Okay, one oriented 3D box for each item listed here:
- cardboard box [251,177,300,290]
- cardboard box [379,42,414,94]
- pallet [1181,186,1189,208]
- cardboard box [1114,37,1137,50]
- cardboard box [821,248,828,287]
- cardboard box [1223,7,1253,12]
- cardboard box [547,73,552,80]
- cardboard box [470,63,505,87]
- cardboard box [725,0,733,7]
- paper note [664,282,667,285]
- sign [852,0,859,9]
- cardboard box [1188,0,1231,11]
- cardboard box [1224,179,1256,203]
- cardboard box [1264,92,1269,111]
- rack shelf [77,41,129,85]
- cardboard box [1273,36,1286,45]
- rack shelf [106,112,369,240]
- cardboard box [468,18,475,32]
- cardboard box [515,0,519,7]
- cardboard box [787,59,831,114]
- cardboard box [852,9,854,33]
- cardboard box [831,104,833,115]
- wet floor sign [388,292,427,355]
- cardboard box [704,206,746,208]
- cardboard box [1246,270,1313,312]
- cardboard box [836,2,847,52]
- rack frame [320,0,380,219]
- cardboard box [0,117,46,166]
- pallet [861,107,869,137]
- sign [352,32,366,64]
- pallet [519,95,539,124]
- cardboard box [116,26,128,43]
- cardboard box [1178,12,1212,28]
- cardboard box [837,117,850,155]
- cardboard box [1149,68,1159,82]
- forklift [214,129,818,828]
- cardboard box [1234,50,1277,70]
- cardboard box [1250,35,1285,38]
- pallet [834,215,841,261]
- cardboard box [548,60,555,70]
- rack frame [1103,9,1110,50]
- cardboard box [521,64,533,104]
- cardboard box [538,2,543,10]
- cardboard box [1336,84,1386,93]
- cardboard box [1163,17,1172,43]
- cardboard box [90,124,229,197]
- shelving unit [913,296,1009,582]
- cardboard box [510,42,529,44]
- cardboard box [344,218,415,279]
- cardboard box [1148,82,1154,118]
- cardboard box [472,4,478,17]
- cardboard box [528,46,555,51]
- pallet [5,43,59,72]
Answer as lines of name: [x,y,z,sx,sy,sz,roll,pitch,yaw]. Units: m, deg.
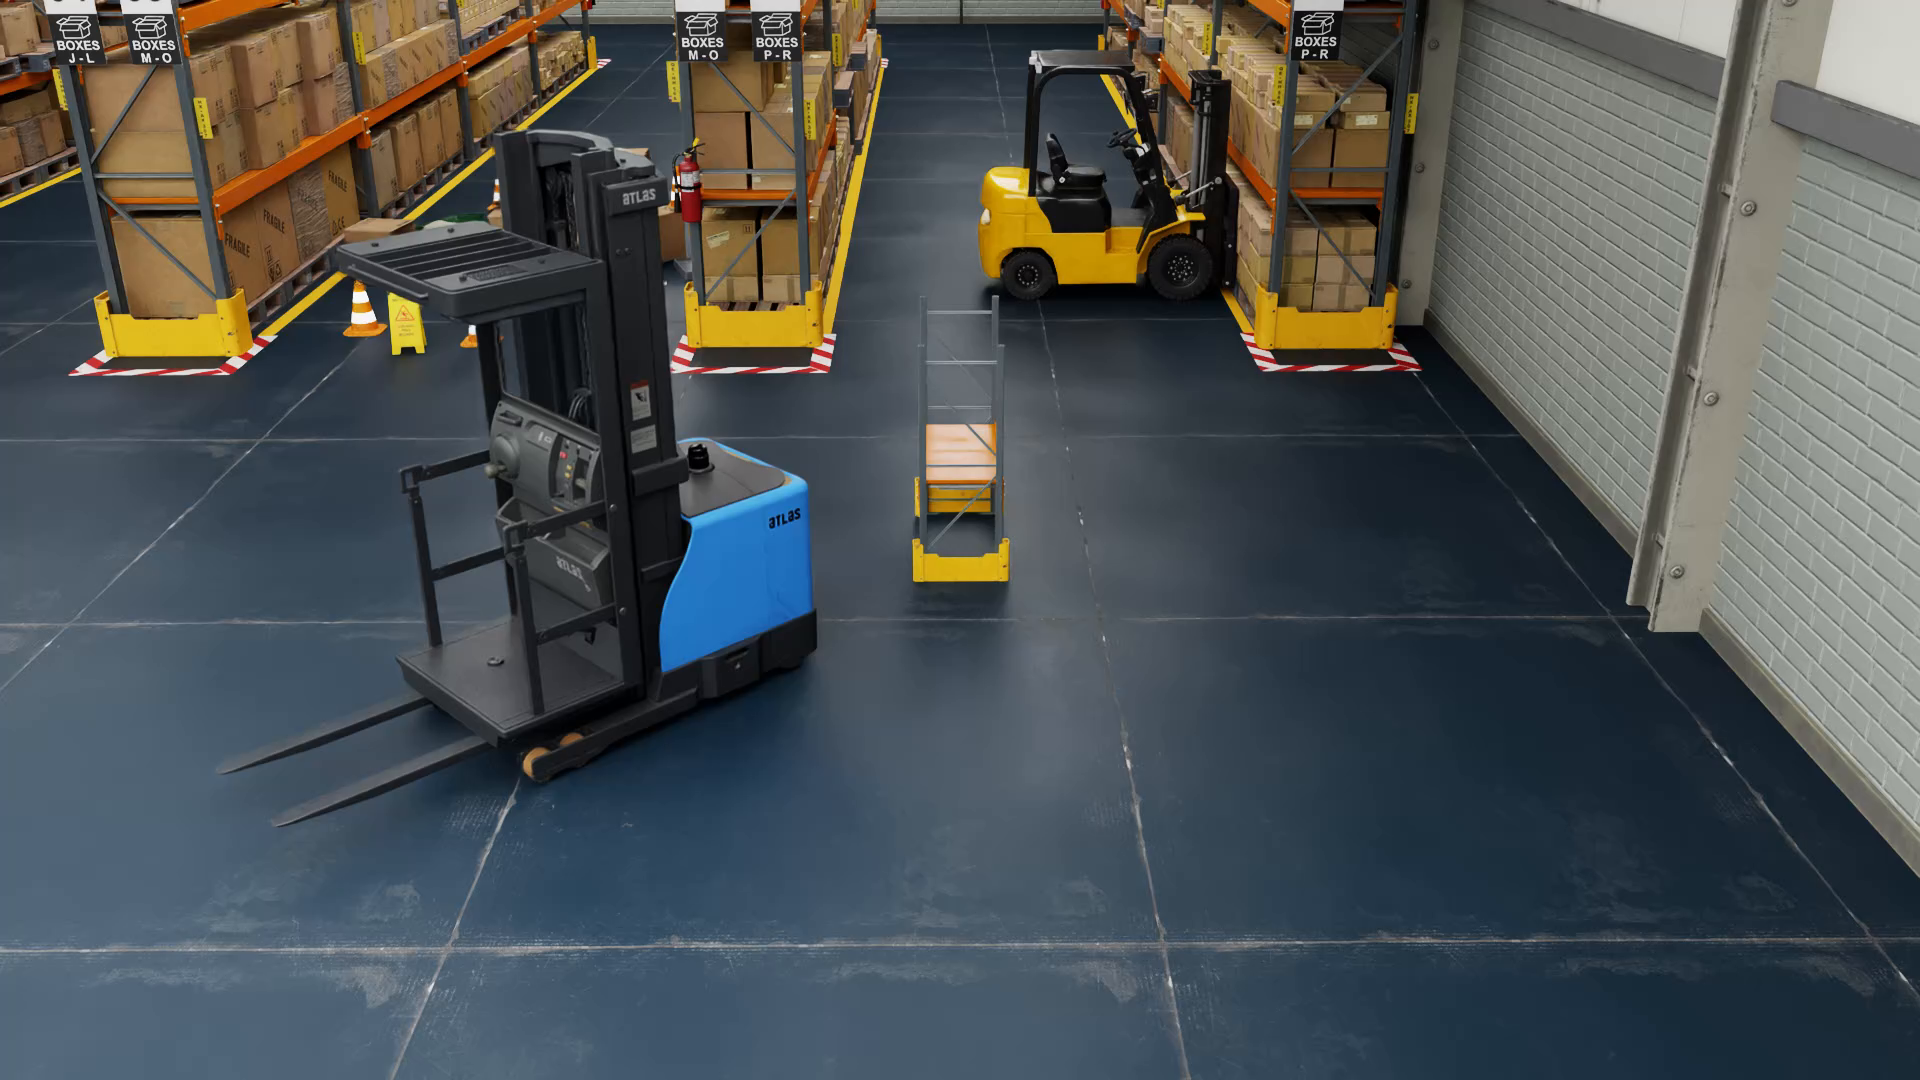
cardboard box: [-6.822,-2.879,15.545,0.875,0.875,0.875,-1,24,-1]
cardboard box: [-6.526,-5.340,18.796,0.500,0.500,0.500,0,24,-1]
pallet: [3.085,-3.783,18.858,1.003,0.211,1.213,0,24,-1]
cardboard box: [2.789,-7.924,27.154,0.500,0.500,0.500,0,24,0]
cardboard box: [-1.518,-2.561,15.599,0.500,0.250,0.500,1,24,1]
cardboard box: [3.409,-6.499,20.571,0.380,0.149,0.250,0,24,1]
cardboard box: [-6.608,-7.215,26.012,0.380,0.149,0.250,0,24,-1]
cardboard box: [-6.588,-6.403,22.881,0.500,0.250,0.500,0,24,0]
cardboard box: [-2.072,-4.476,13.672,0.380,0.149,0.250,0,24,0]
paper note: [-2.944,-2.507,16.257,0.142,0.019,0.148,-9,26,-19]
sign: [-1.333,-6.872,20.996,0.100,0.325,0.005,0,24,-1]
cardboard box: [3.239,-6.848,21.621,0.500,0.500,0.500,1,24,2]
cardboard box: [2.834,-3.311,16.046,0.500,0.250,0.500,-1,24,-2]
cardboard box: [2.926,-3.899,14.823,0.380,0.149,0.250,0,24,-1]
rack shelf: [-11.807,-6.826,23.076,1.077,0.370,4.000,0,24,-1]
cardboard box: [3.437,-5.097,17.109,0.380,0.149,0.250,0,24,0]
rack shelf: [-6.758,-3.511,15.745,1.077,0.370,4.000,0,24,-1]
cardboard box: [-6.633,-6.795,21.928,0.380,0.149,0.250,1,24,2]
cardboard box: [-6.665,-7.873,24.313,0.380,0.149,0.250,-1,24,-2]
cardboard box: [-1.566,-4.513,16.607,0.500,0.500,0.500,1,24,1]
cardboard box: [-1.634,-6.744,21.596,0.500,0.250,0.500,0,24,-1]
cardboard box: [-1.523,-4.481,17.322,0.380,0.149,0.250,-1,24,-1]
wet floor sign: [-4.756,-1.938,14.253,0.267,0.644,0.232,-4,25,-10]
cardboard box: [-2.129,-3.134,15.169,0.380,0.149,0.250,0,24,1]
cardboard box: [2.854,-2.233,14.874,0.500,0.250,0.500,0,24,0]
cardboard box: [-1.564,-5.915,19.197,0.500,0.500,0.500,-1,24,-3]
rack frame: [-6.780,-4.662,17.419,1.000,3.000,0.127,0,24,-1]
cardboard box: [-11.739,-4.887,20.415,0.700,0.500,0.500,-2,24,-5]
pallet: [-1.819,-5.931,23.607,1.003,0.211,1.213,0,24,-1]
sign: [-6.225,-5.096,17.231,0.100,0.325,0.005,0,24,-1]
pallet: [-6.858,-6.368,24.573,1.003,0.211,1.213,0,24,-1]
cardboard box: [-11.535,-7.001,22.467,0.500,0.500,0.500,-1,24,-2]
cardboard box: [2.845,-6.283,20.095,0.380,0.149,0.250,0,24,0]
cardboard box: [-1.879,-5.136,21.145,0.950,0.372,0.625,-2,24,-4]
cardboard box: [2.843,-6.495,23.208,0.380,0.149,0.250,-1,24,-3]
forklift: [-2.197,-0.392,8.061,3.031,2.935,1.130,-22,32,-40]
cardboard box: [2.873,-4.668,16.163,0.380,0.149,0.250,-1,24,-1]
cardboard box: [3.390,-5.451,18.254,0.380,0.149,0.250,0,24,-1]
pallet: [-1.789,-3.179,17.523,1.003,0.211,1.213,0,24,-1]
cardboard box: [-6.662,-7.566,26.429,0.380,0.149,0.250,1,24,2]
rack frame: [3.001,-9.695,28.546,1.000,3.000,0.127,0,24,-1]
cardboard box: [-6.608,-6.708,24.464,0.500,0.500,0.500,-1,24,-2]
cardboard box: [-6.673,-8.290,25.745,0.380,0.149,0.250,-1,24,-3]
cardboard box: [3.445,-3.828,14.304,0.380,0.149,0.250,1,24,1]
cardboard box: [2.824,-6.374,20.778,0.500,0.250,0.500,0,24,-1]
cardboard box: [-6.786,-3.235,14.081,0.875,0.550,0.550,0,24,-1]
shelving unit: [0.001,-0.652,10.371,0.587,1.500,1.083,0,24,-1]
cardboard box: [-7.211,-8.011,27.051,0.380,0.149,0.250,0,24,0]
cardboard box: [-5.737,-2.890,16.529,0.500,0.500,0.500,4,25,9]
cardboard box: [2.865,-6.046,23.002,0.500,0.500,0.500,1,24,2]
cardboard box: [-6.643,-7.049,22.130,0.380,0.149,0.250,0,24,0]
cardboard box: [-6.692,-7.808,26.601,0.380,0.149,0.250,-1,24,-3]
pallet: [-11.670,-5.949,20.497,1.213,0.211,1.003,0,24,-1]
